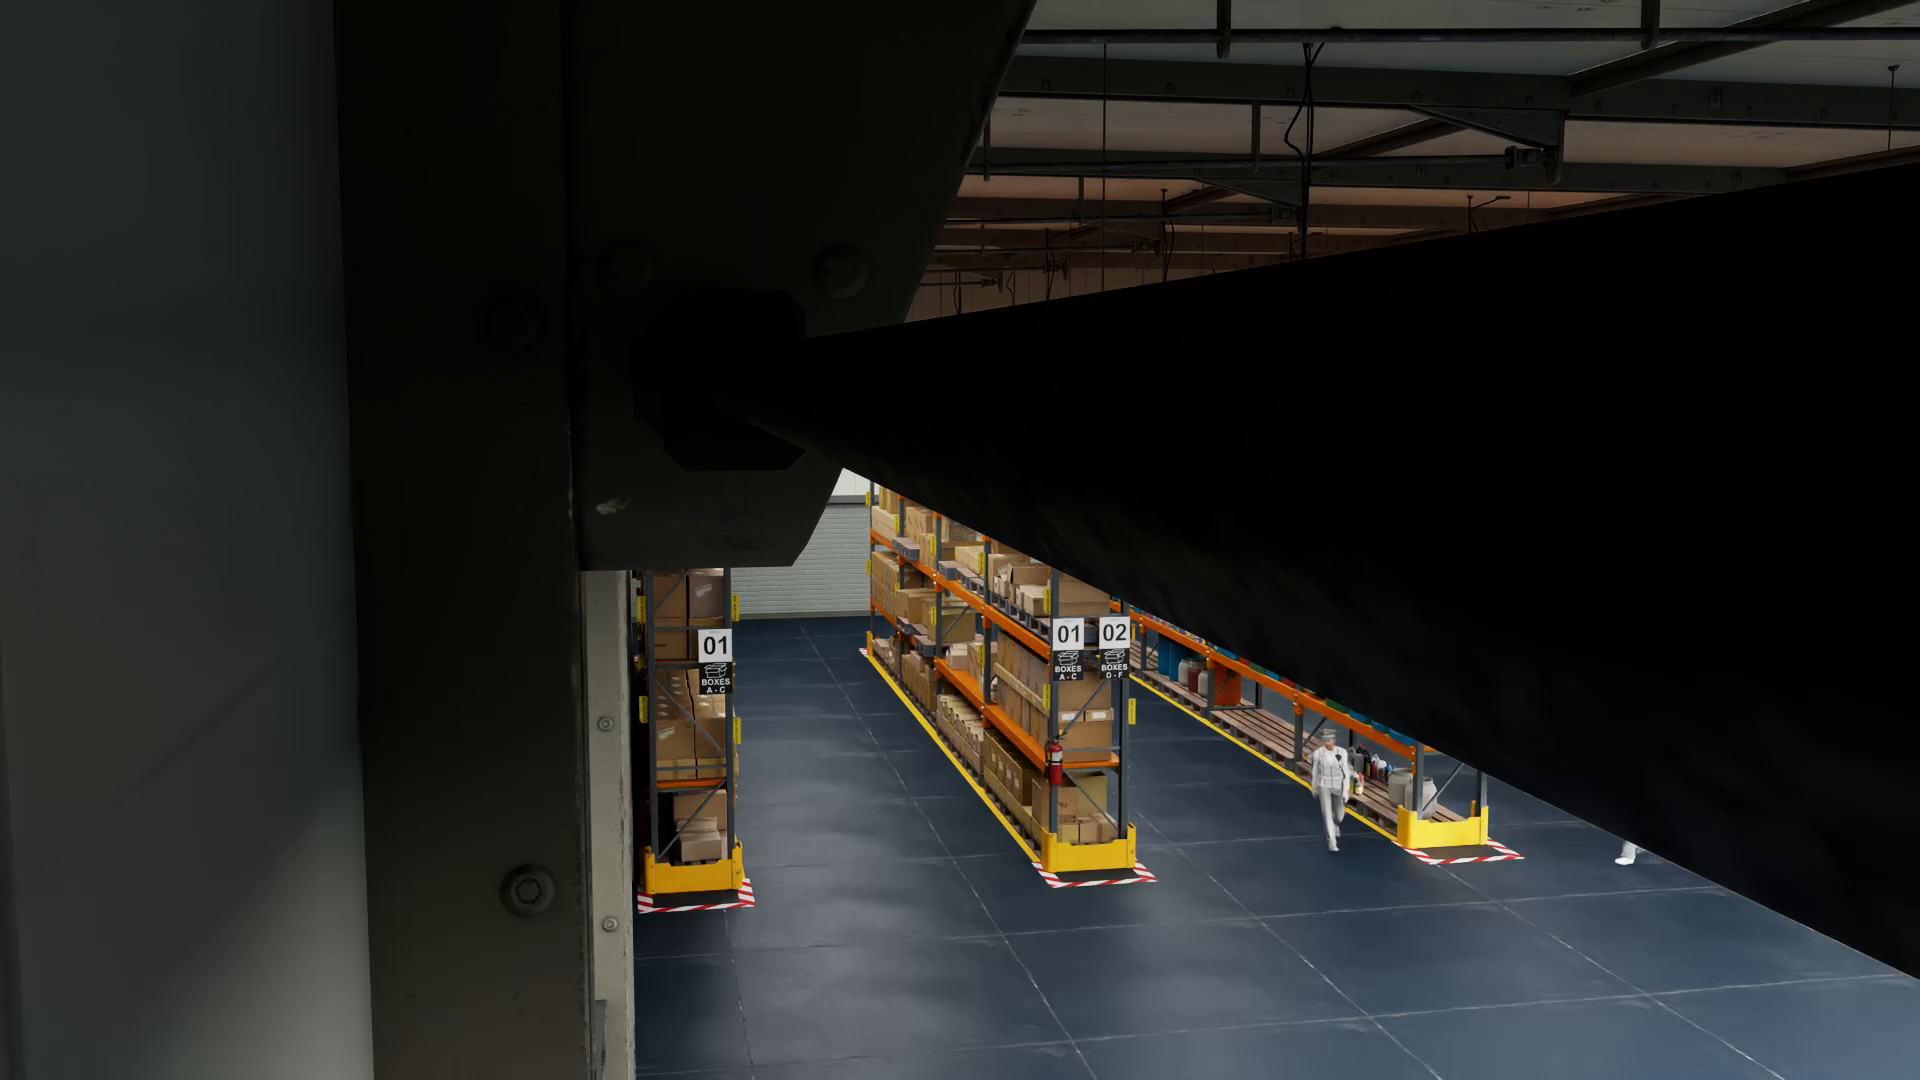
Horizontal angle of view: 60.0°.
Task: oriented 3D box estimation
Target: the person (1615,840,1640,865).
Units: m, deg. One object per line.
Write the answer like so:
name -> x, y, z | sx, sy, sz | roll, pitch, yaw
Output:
person -> 8.574, 3.281, 21.145 | 0.609, 1.652, 0.470 | -3, 7, -26

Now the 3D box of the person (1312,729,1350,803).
person -> 4.914, 2.986, 21.964 | 0.478, 0.999, 0.371 | 1, 6, 7
